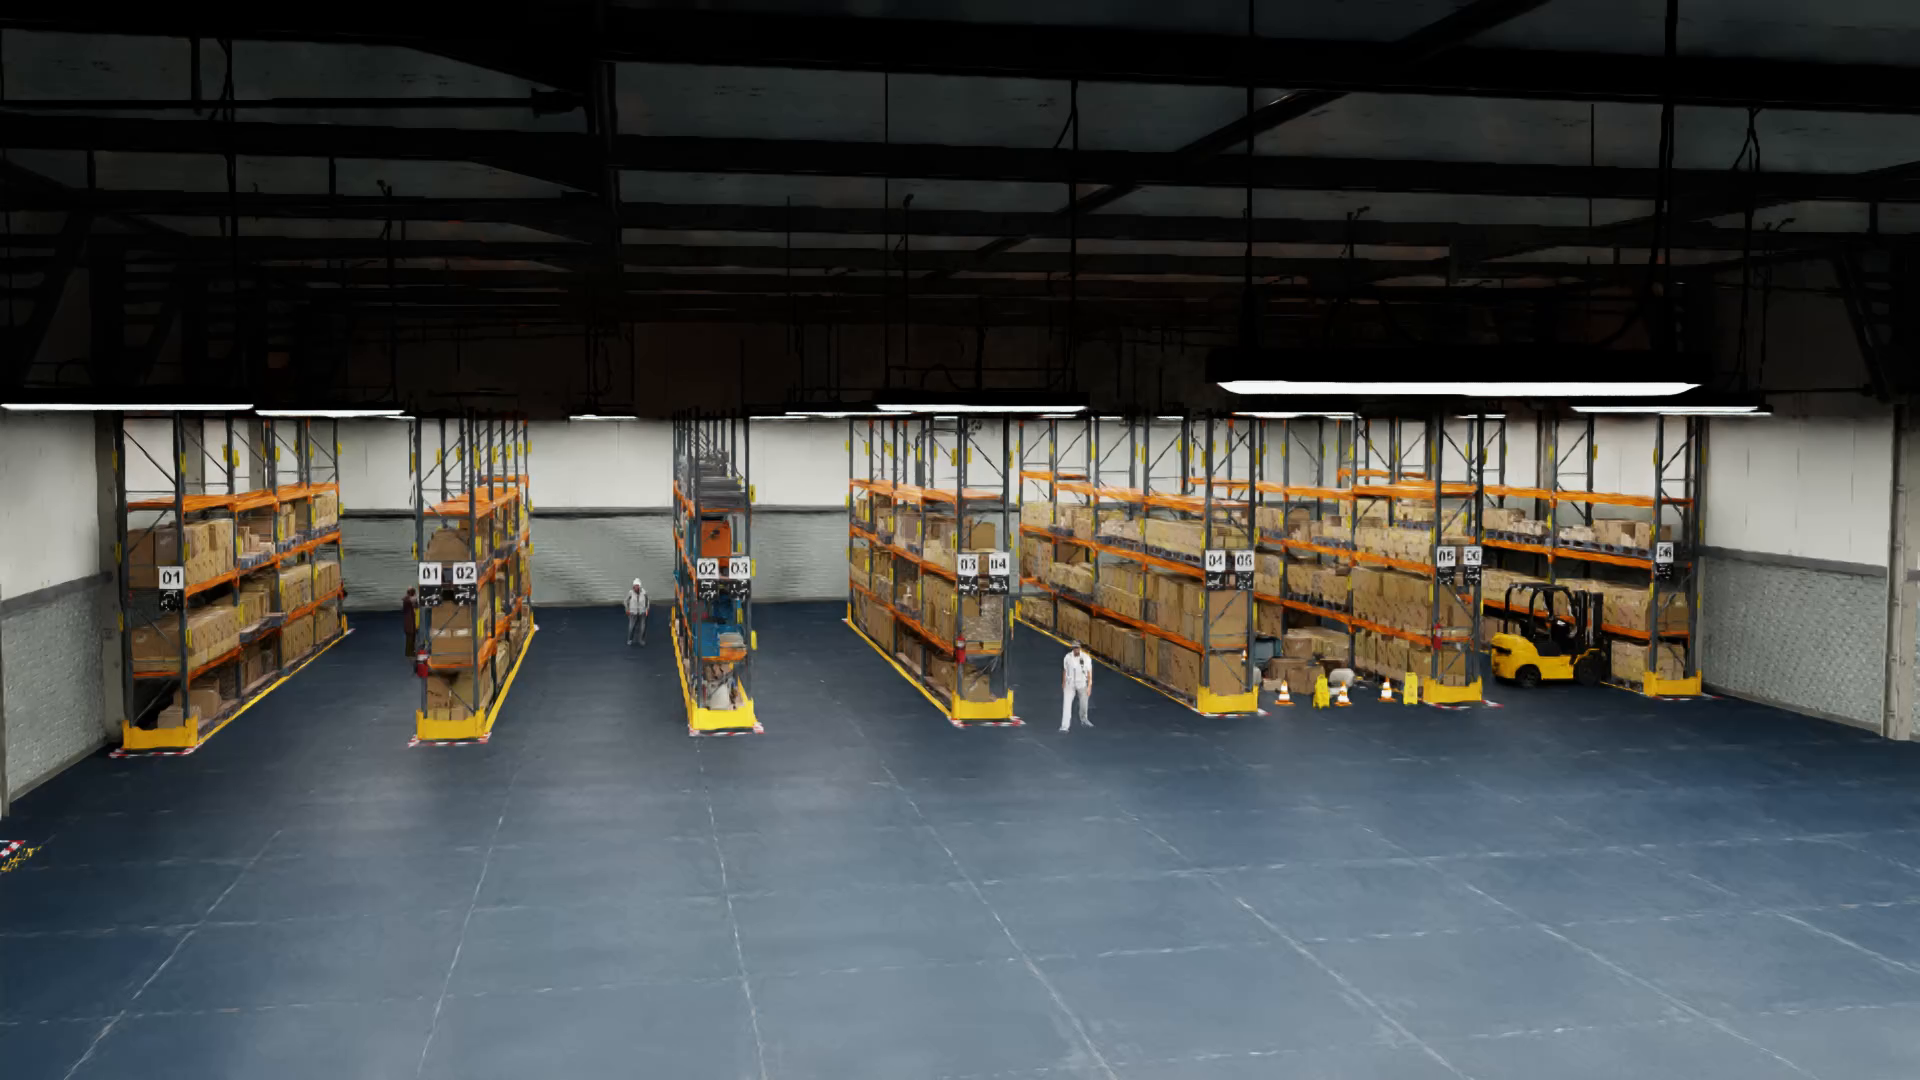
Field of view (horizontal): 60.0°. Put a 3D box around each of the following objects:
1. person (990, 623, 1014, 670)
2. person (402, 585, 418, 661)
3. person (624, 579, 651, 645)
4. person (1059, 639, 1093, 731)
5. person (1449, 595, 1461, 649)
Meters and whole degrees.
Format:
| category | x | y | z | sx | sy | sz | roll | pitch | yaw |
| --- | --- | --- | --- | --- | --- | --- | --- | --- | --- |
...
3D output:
| category | x | y | z | sx | sy | sz | roll | pitch | yaw |
| --- | --- | --- | --- | --- | --- | --- | --- | --- | --- |
| person | 0.949 | 2.211 | 38.123 | 0.580 | 1.619 | 0.507 | -1 | 4 | -13 |
| person | -13.138 | 1.974 | 39.943 | 0.520 | 1.790 | 0.656 | -3 | 5 | -40 |
| person | -8.260 | 1.842 | 42.581 | 0.677 | 1.725 | 0.569 | -1 | 4 | -13 |
| person | 2.160 | 2.673 | 30.841 | 0.583 | 1.711 | 0.967 | 1 | 4 | 12 |
| person | 11.171 | 2.134 | 37.710 | 0.489 | 1.787 | 0.608 | 1 | 4 | 19 |
